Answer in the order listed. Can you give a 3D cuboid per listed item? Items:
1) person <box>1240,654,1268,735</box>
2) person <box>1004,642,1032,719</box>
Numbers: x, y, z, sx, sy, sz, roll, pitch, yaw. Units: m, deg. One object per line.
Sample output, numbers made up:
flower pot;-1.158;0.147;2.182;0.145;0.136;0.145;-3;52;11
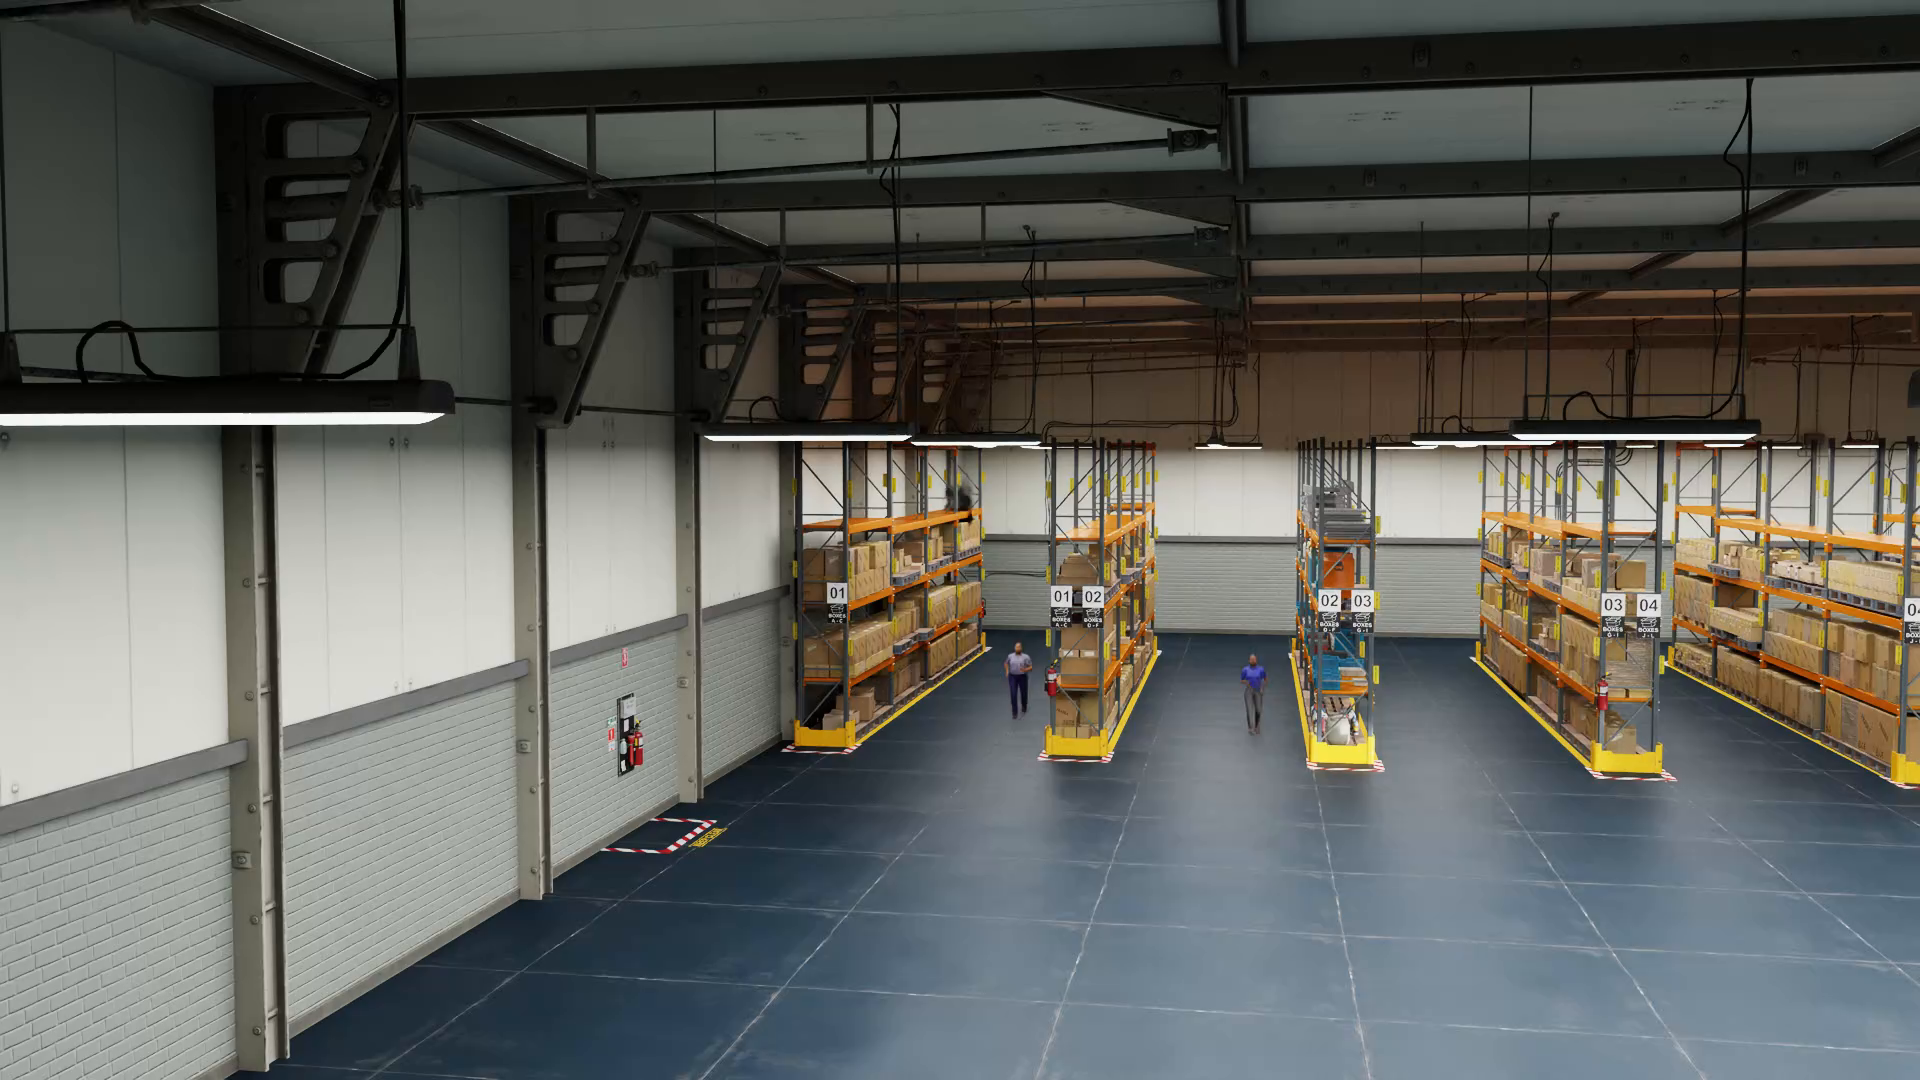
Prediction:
person;5.932;3.129;33.563;0.561;1.636;0.599;0;3;9
person;1.253;3.017;35.840;0.619;1.606;0.862;0;3;6
